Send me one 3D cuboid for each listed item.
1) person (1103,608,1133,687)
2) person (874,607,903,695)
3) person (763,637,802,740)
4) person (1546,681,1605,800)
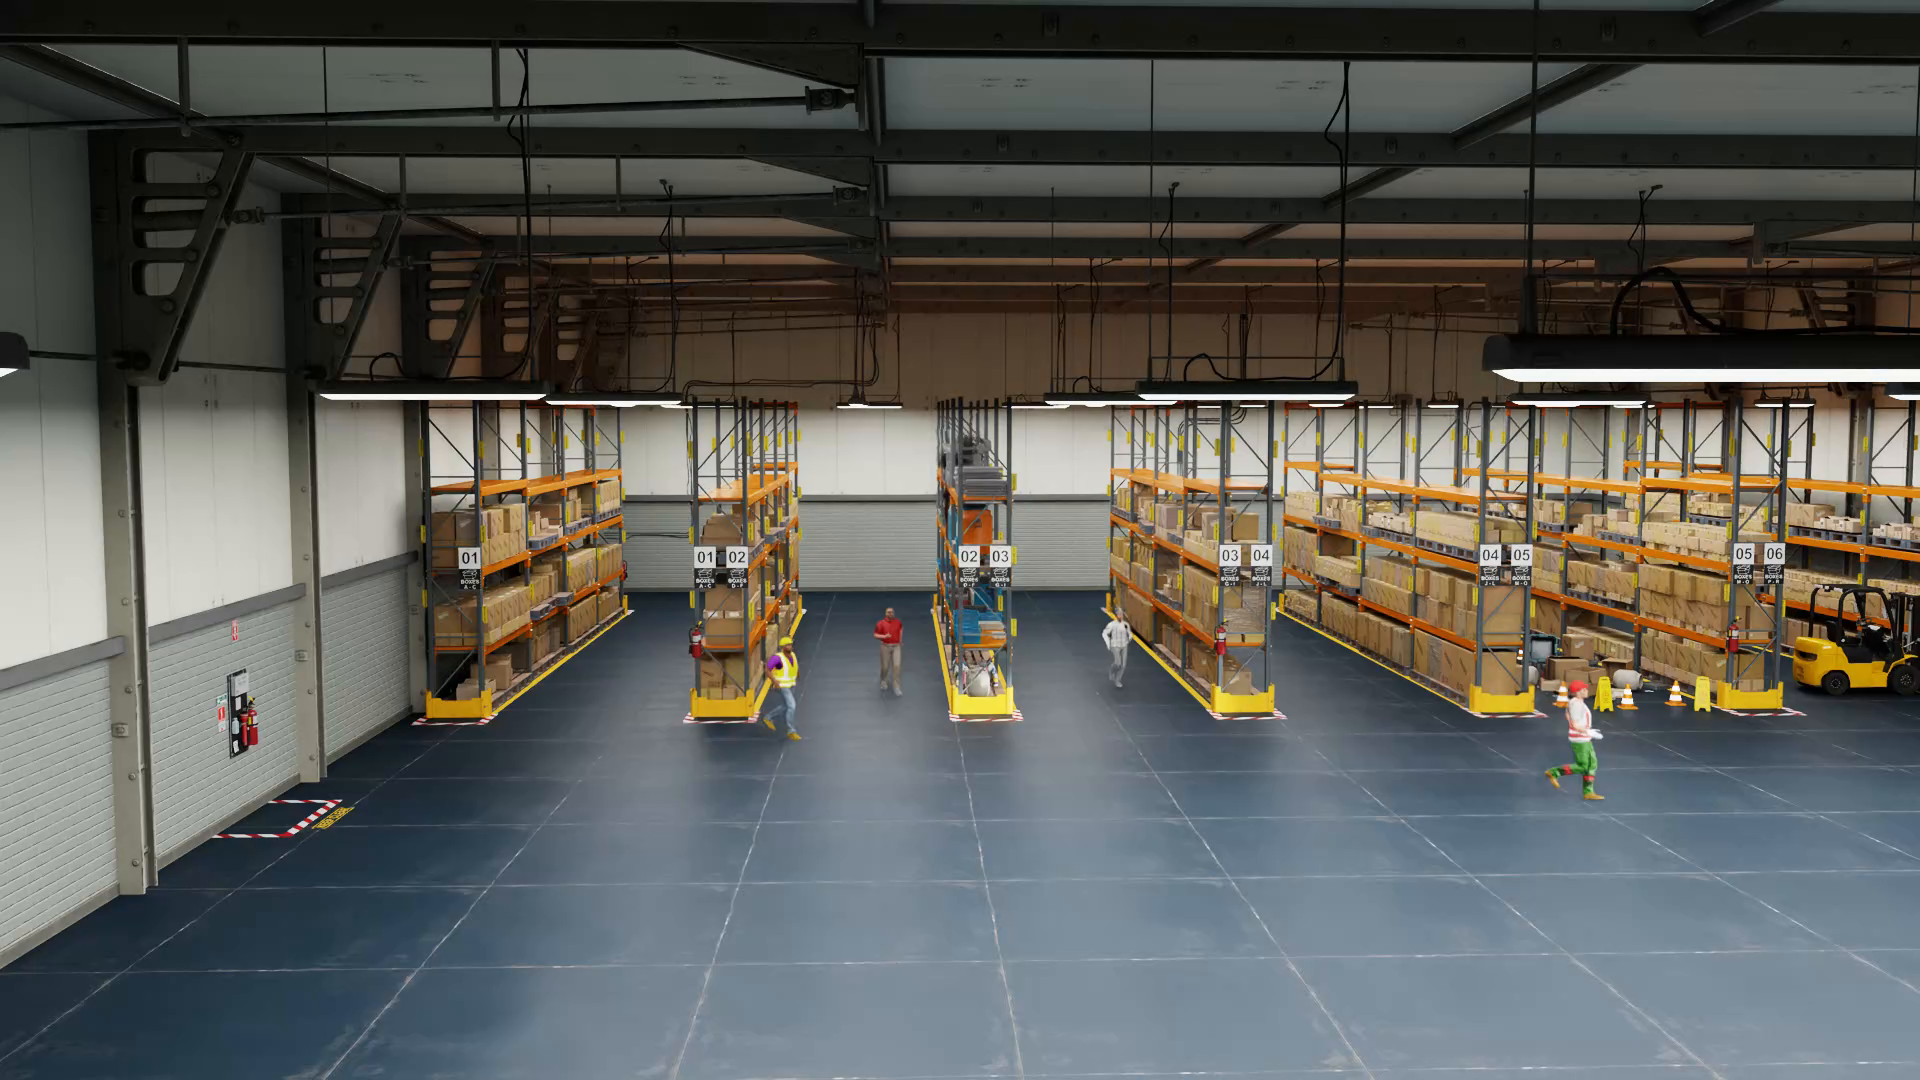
[{"bbox_3d":[3.304,2.221,34.411,0.608,1.655,0.541,-1,5,-14],"label":"person"},{"bbox_3d":[-1.423,2.225,33.725,0.645,1.726,0.924,-1,5,-18],"label":"person"},{"bbox_3d":[-3.098,2.582,29.228,0.877,1.780,0.715,2,5,29],"label":"person"},{"bbox_3d":[9.109,2.949,24.571,0.831,1.759,0.666,2,5,21],"label":"person"}]
